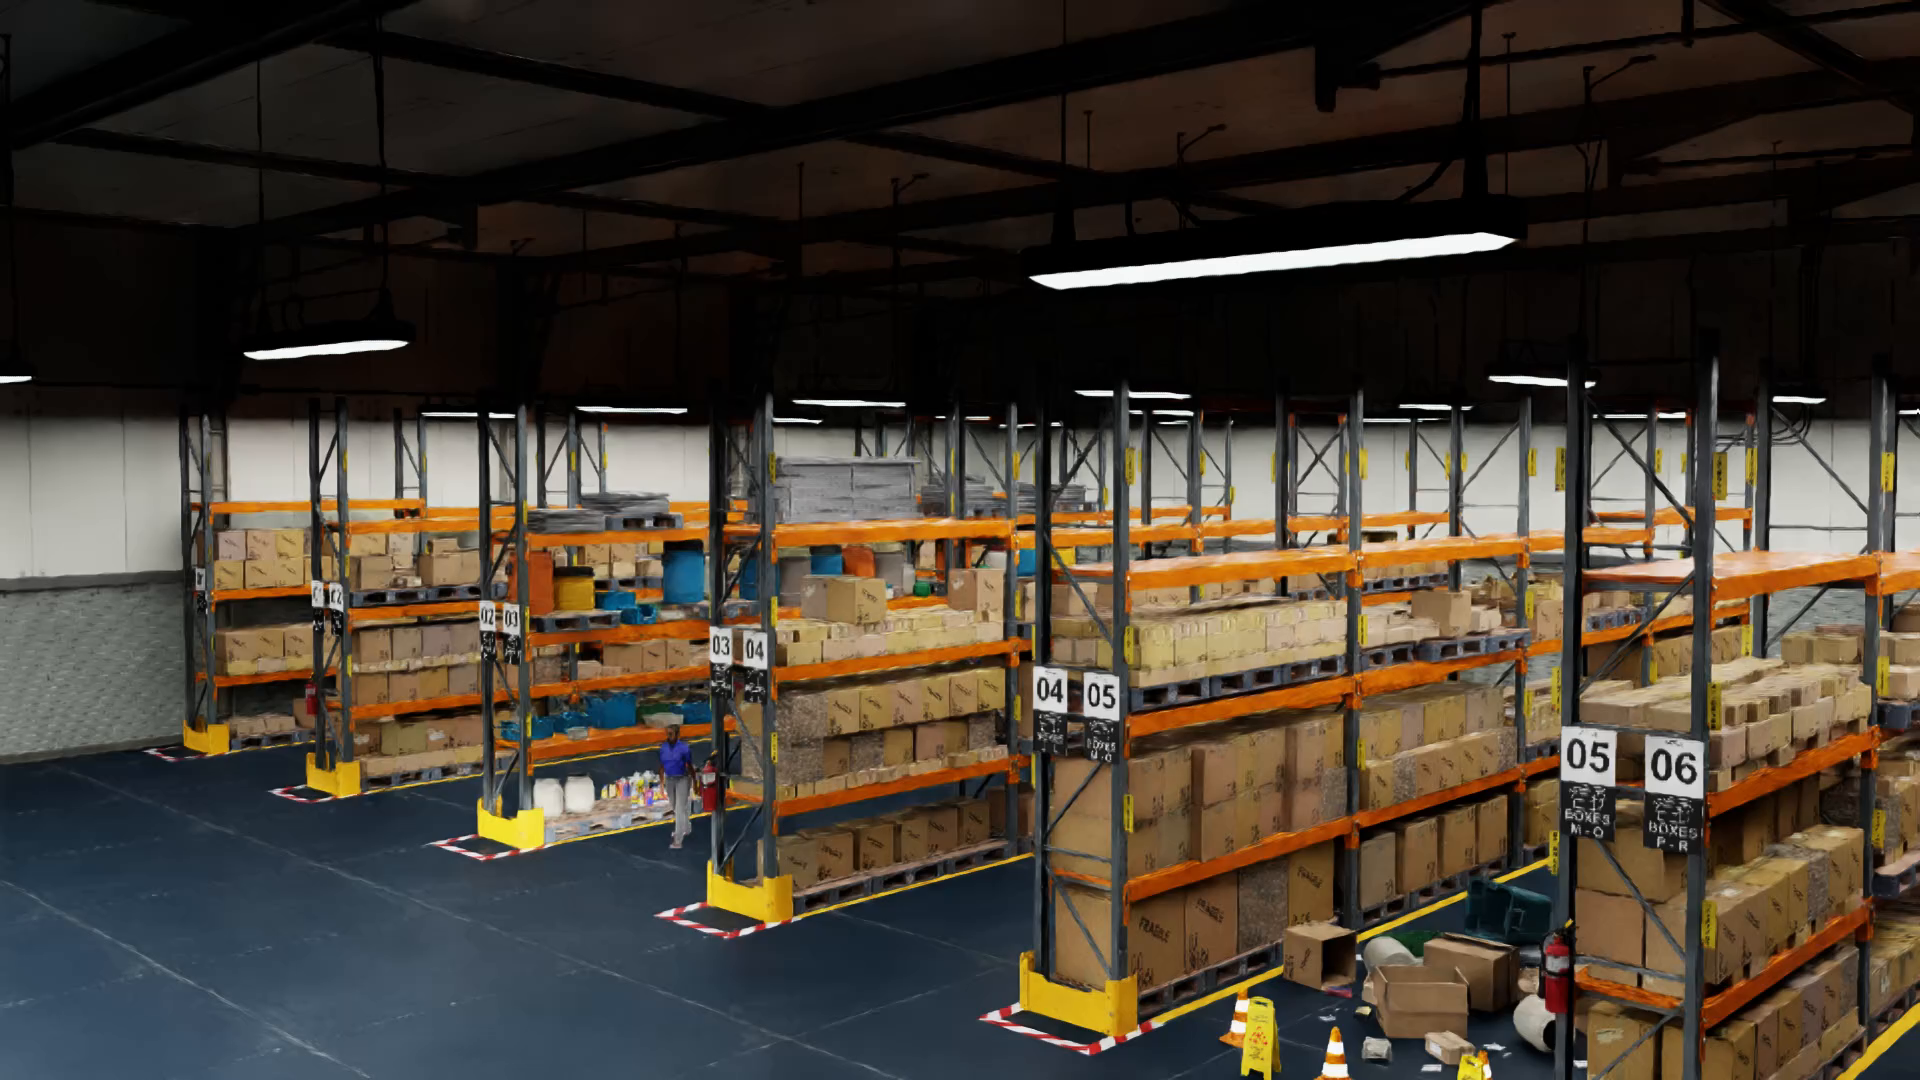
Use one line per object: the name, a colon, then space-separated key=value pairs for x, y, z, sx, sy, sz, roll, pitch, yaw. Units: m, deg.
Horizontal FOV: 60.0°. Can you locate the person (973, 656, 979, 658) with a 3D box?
person: x=0.754 y=2.113 z=41.660 sx=0.553 sy=1.725 sz=1.030 roll=3 pitch=4 yaw=42

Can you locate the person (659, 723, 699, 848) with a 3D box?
person: x=-3.741 y=3.208 z=21.955 sx=0.490 sy=1.606 sz=0.938 roll=1 pitch=3 yaw=20
